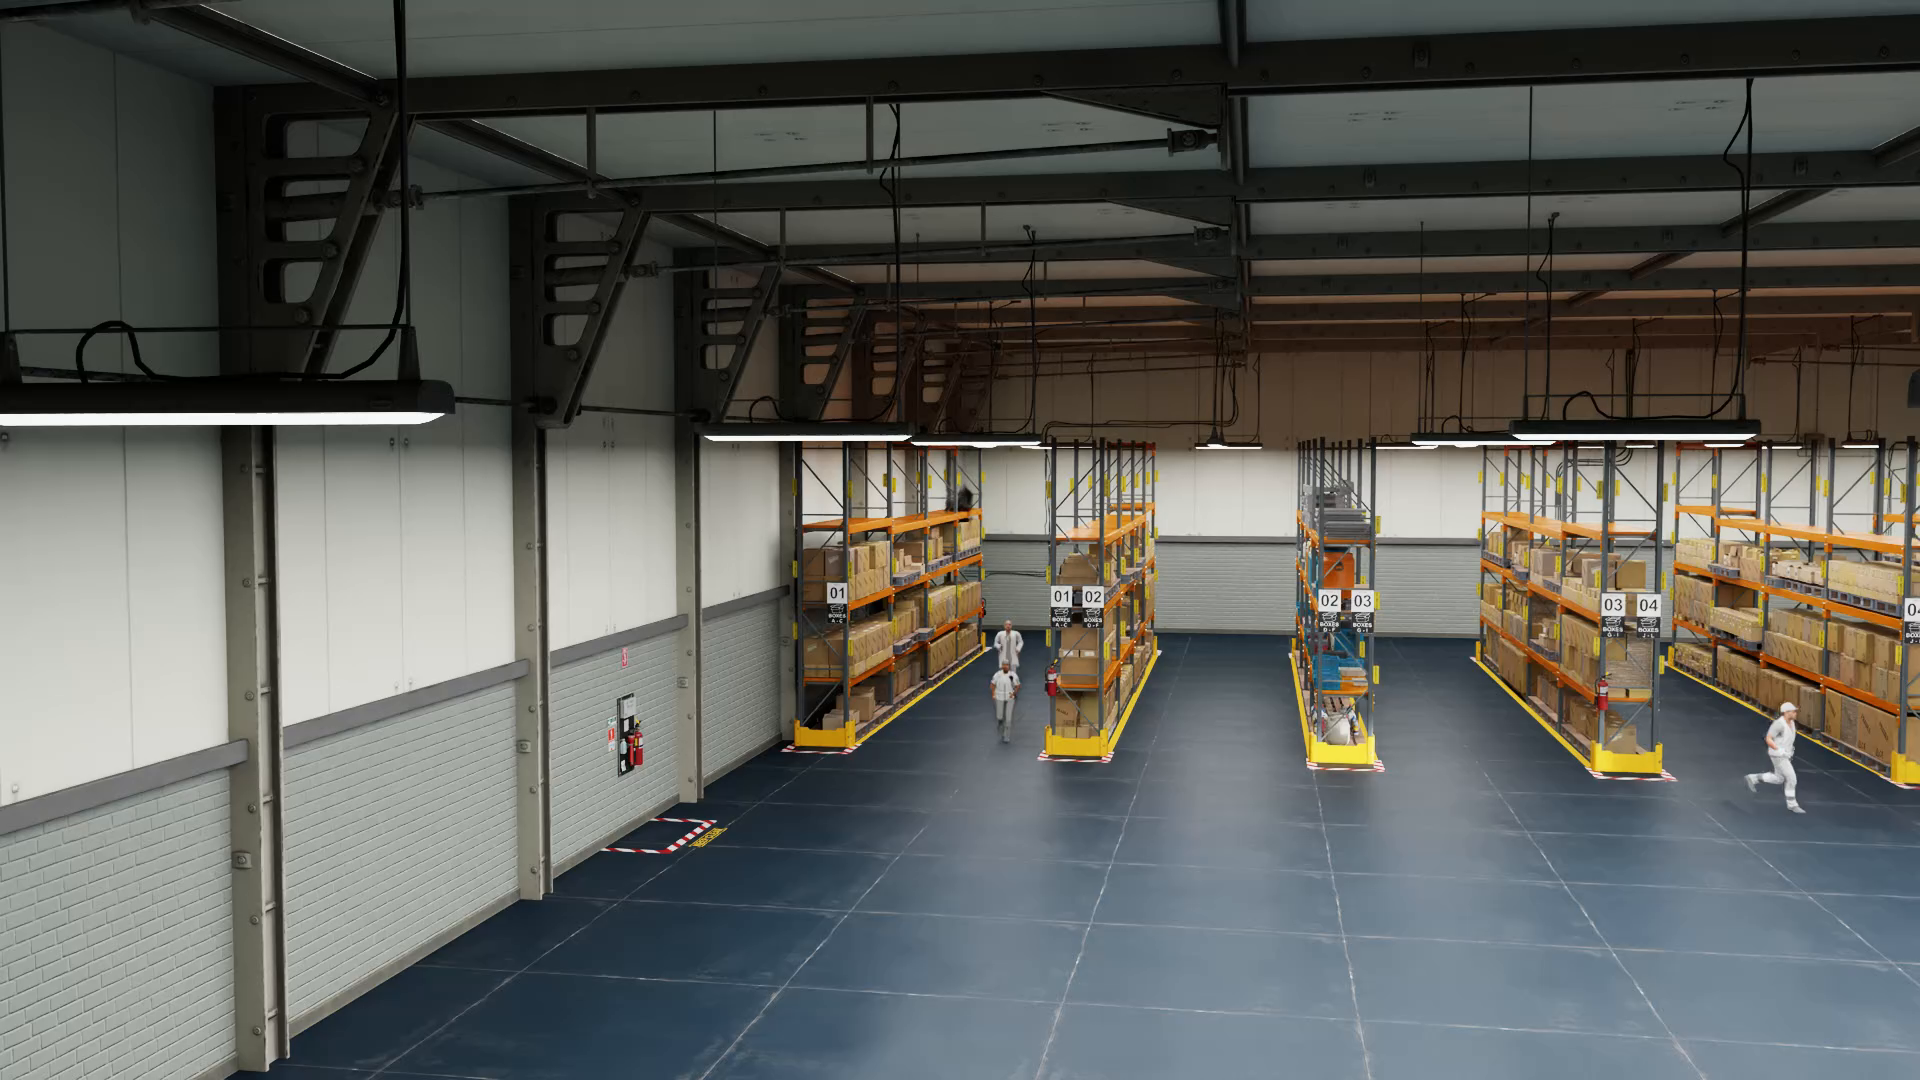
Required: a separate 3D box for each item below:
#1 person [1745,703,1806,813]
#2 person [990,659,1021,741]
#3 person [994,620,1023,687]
[{"bbox_3d":[13.065,3.459,26.635,0.937,1.768,0.665,3,4,44],"label":"person"},{"bbox_3d":[0.898,3.172,32.989,0.608,1.623,0.534,0,3,4],"label":"person"},{"bbox_3d":[1.146,2.768,39.207,0.696,1.733,0.634,0,3,1],"label":"person"}]
